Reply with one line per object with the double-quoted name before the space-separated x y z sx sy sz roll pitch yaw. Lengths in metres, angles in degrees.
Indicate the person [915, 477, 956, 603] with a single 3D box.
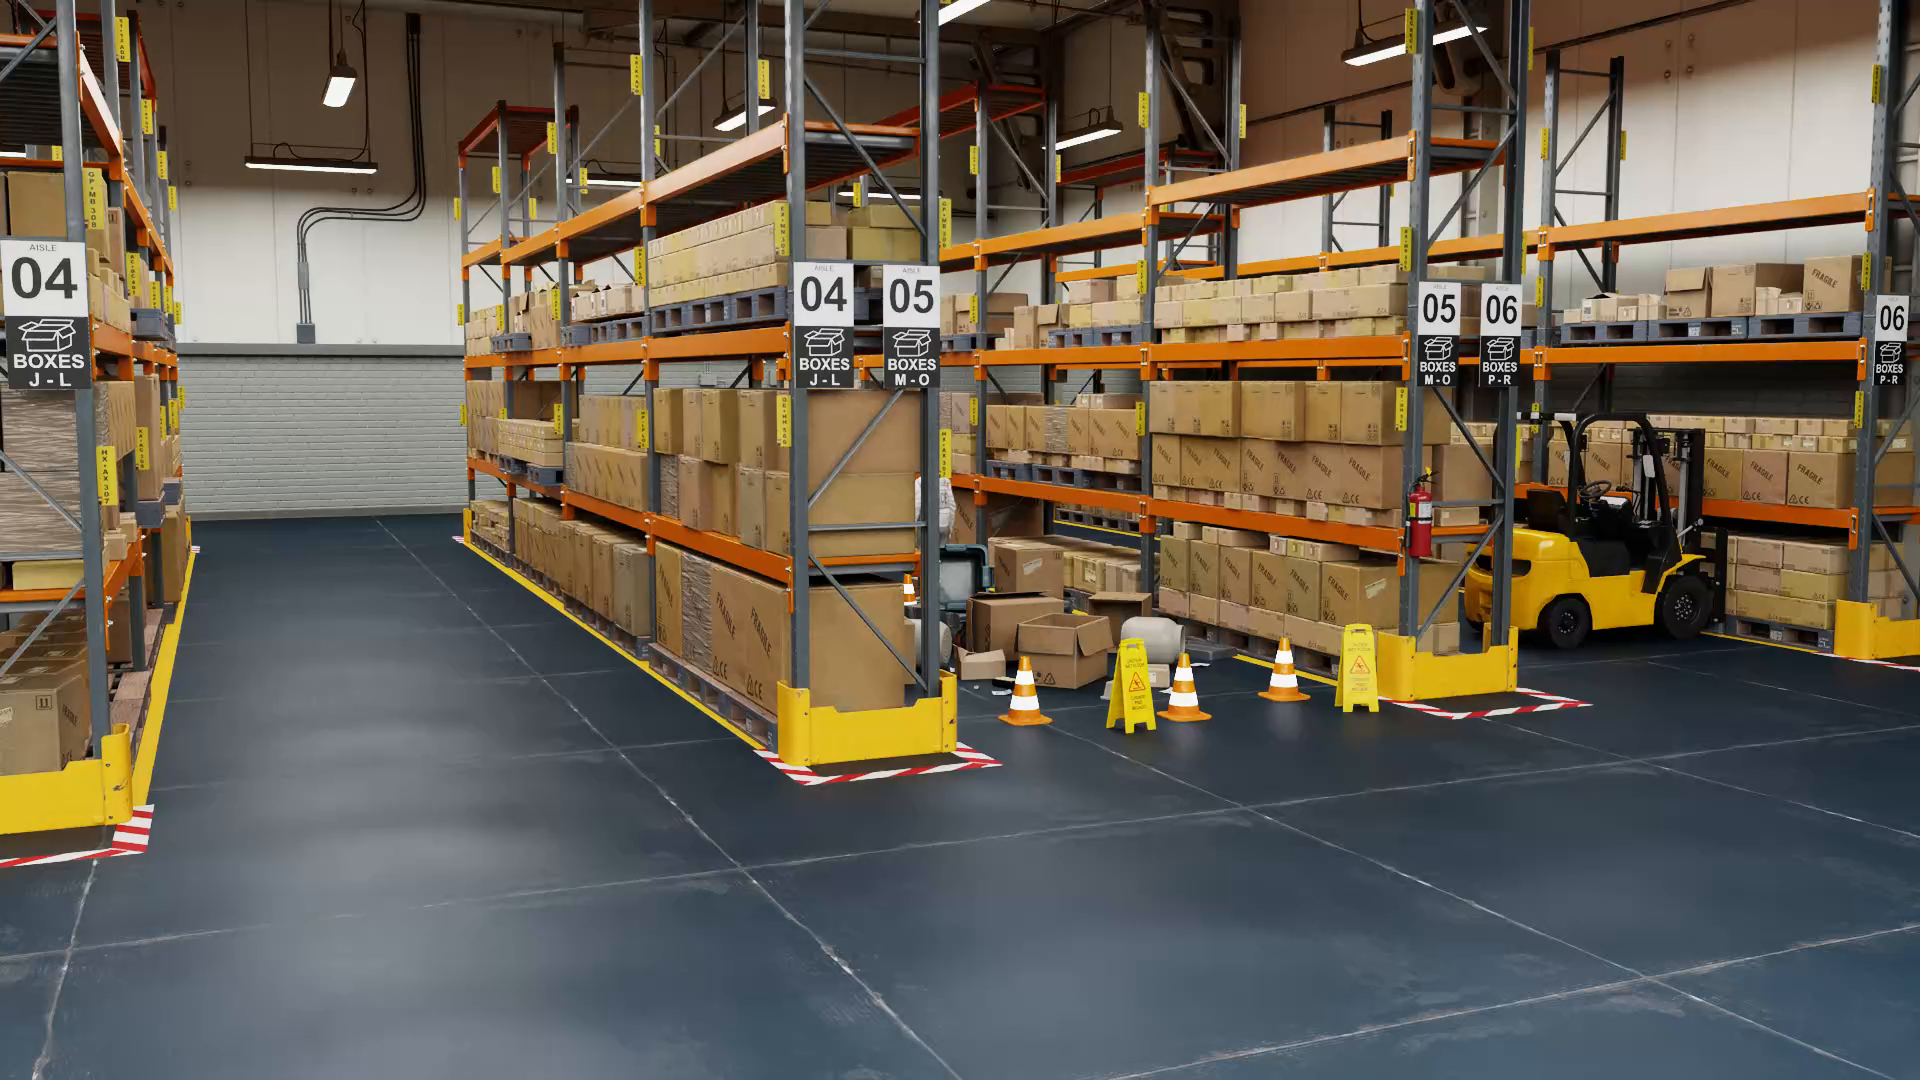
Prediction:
"person" -0.301 -0.132 18.353 0.529 1.664 0.371 -2 6 -23
